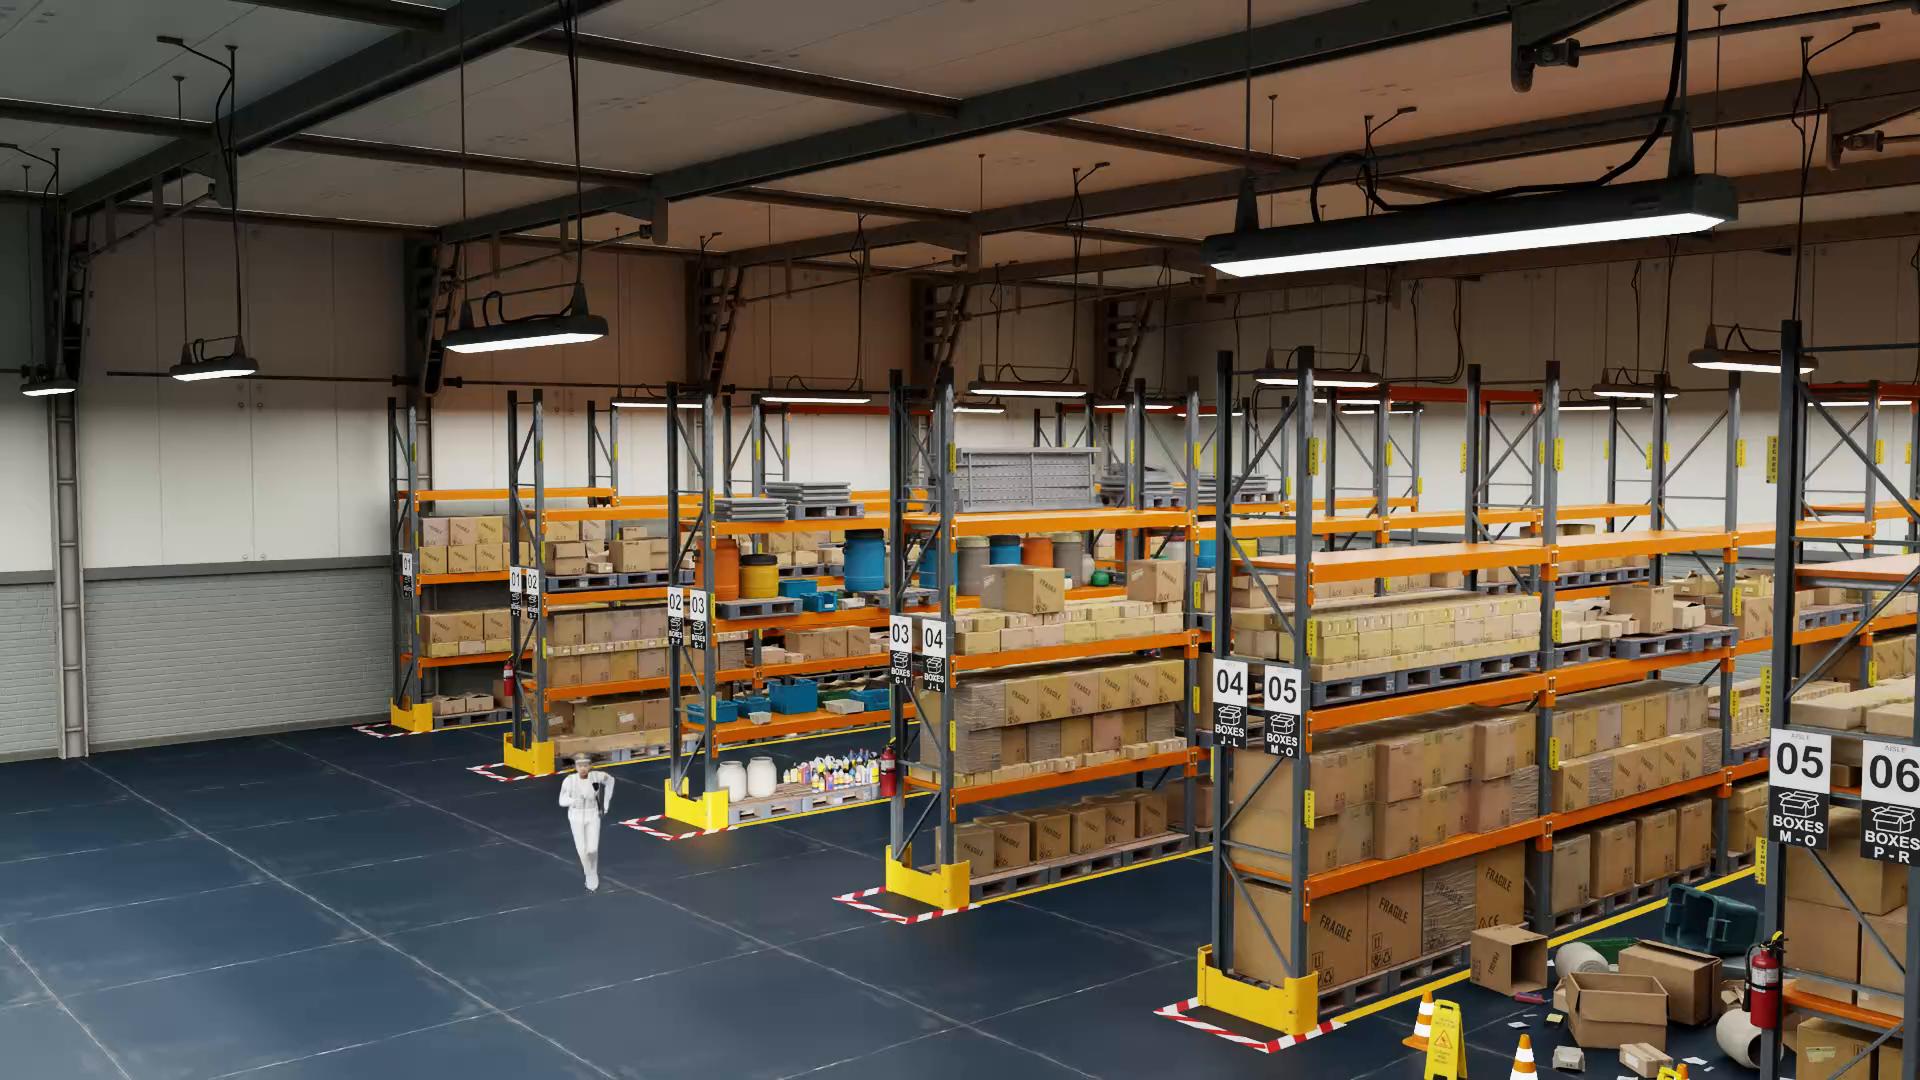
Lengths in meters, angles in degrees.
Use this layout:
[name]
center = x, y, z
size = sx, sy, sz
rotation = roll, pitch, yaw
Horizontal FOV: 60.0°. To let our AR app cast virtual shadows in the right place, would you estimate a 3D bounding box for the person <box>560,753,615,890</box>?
[person]
center = -4.270, 3.211, 19.045
size = 0.585, 1.630, 0.788
rotation = 0, 3, -6
